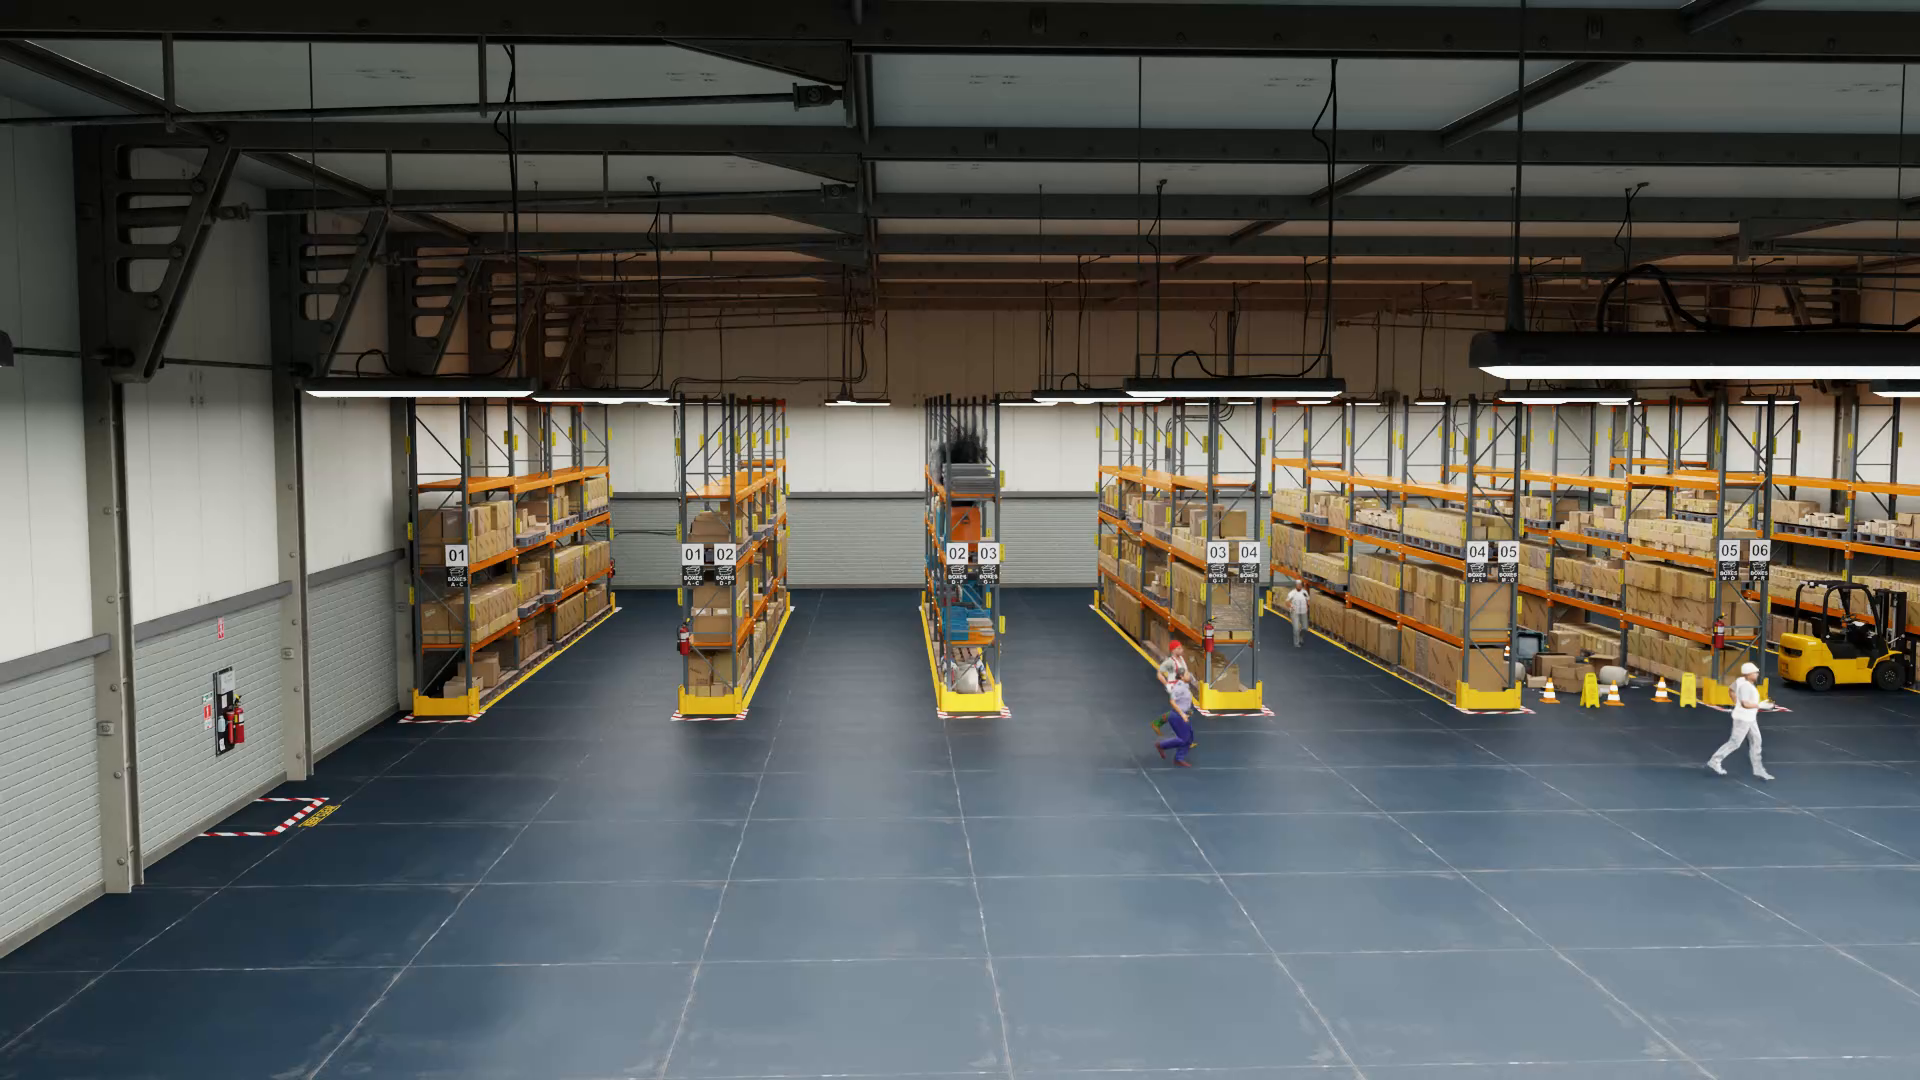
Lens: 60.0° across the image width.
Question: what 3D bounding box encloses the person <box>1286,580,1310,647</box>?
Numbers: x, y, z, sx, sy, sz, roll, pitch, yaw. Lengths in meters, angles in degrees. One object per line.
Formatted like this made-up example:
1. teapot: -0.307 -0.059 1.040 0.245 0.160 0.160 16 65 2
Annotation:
1. person: 8.138 1.760 39.946 0.603 1.617 0.539 0 5 -2

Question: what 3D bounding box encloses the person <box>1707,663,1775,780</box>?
1. person: 12.093 2.787 25.676 0.921 1.800 0.634 3 5 32

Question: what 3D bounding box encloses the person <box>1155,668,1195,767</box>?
1. person: 3.448 2.927 26.647 0.583 1.418 0.595 1 5 17

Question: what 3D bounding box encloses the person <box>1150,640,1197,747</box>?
1. person: 3.660 2.596 28.380 0.881 1.788 0.643 3 5 32
